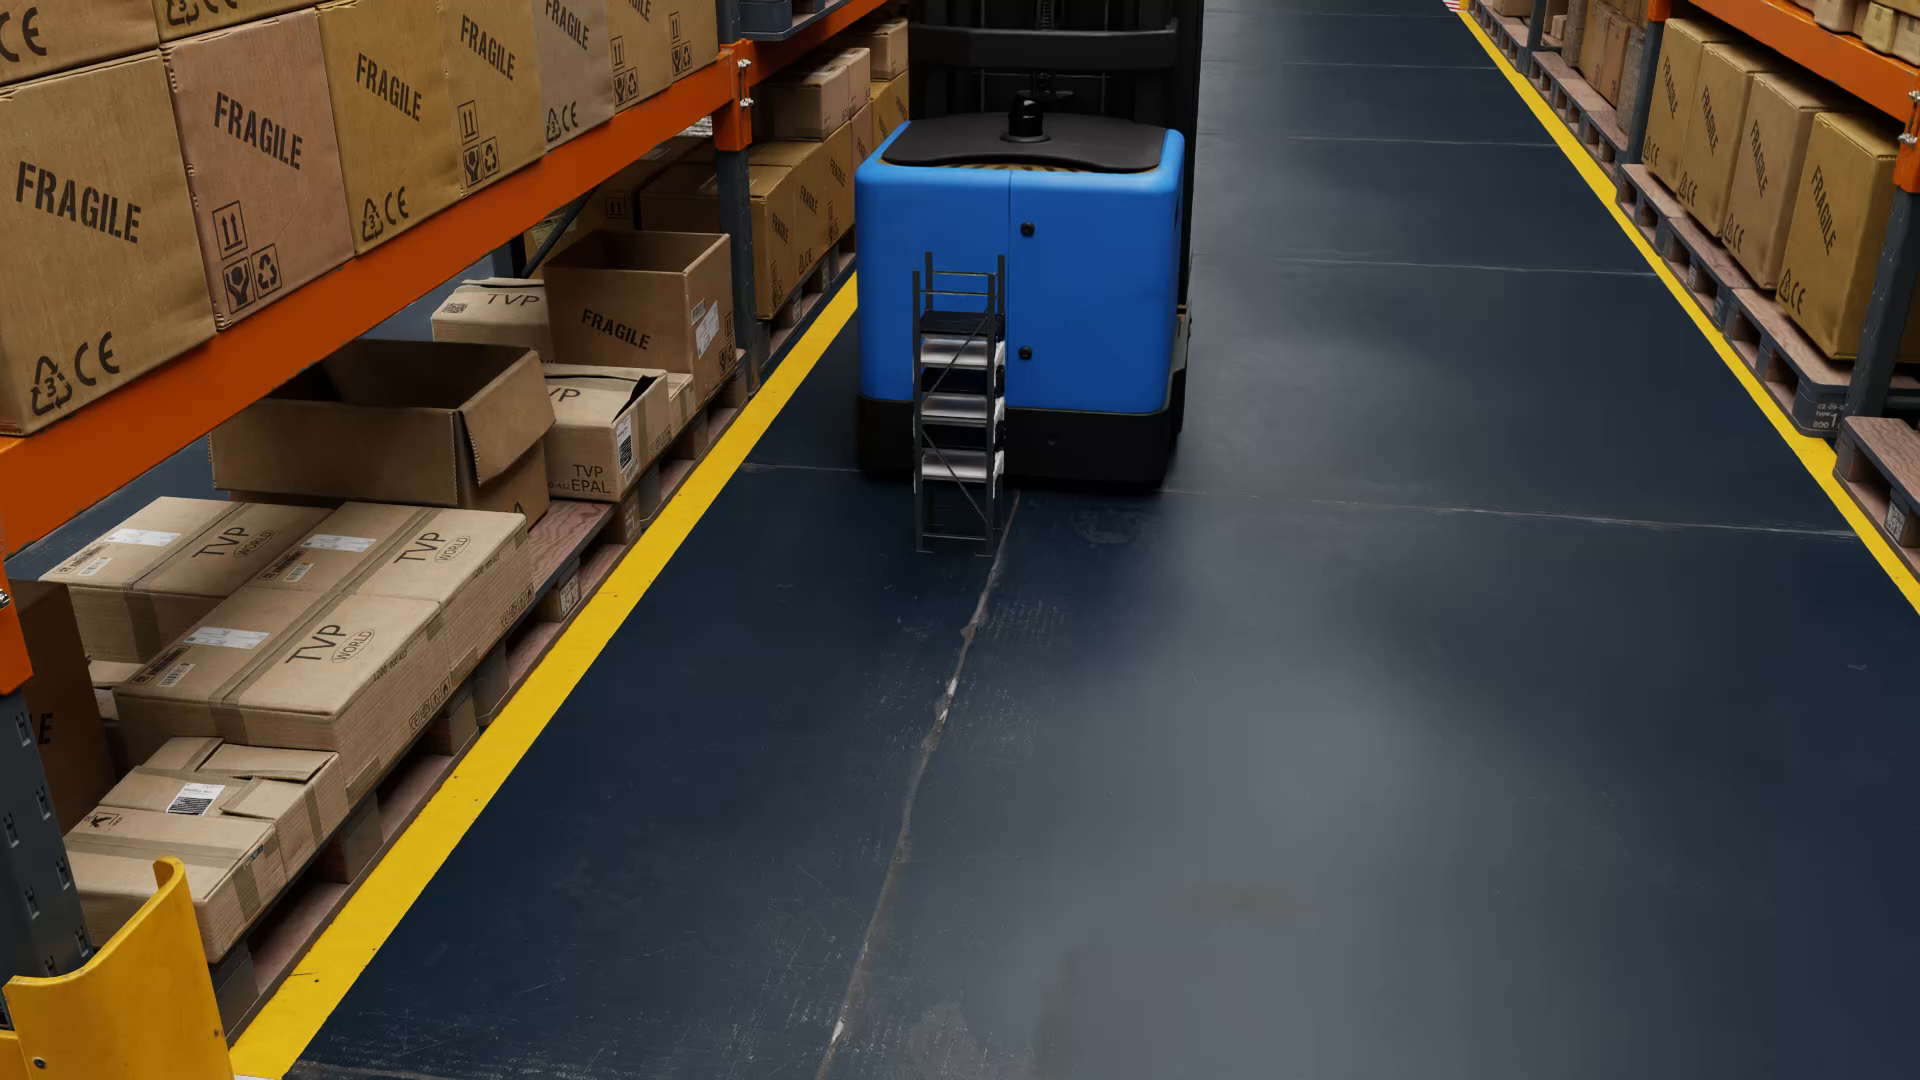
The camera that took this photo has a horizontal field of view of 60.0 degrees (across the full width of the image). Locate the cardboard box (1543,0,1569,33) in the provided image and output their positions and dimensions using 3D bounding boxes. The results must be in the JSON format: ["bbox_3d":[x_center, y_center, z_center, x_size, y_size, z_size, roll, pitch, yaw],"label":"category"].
[{"bbox_3d":[5.040,-4.471,13.693,0.500,0.500,0.500,2,25,5],"label":"cardboard box"}]

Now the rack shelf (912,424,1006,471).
[{"bbox_3d":[-0.001,-0.292,5.104,0.258,0.077,0.200,4,25,9],"label":"rack shelf"}]

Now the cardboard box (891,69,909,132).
[{"bbox_3d":[-0.552,-2.295,9.045,0.500,0.500,0.500,5,26,11],"label":"cardboard box"}]

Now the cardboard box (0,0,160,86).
[{"bbox_3d":[-1.606,-0.955,2.455,0.500,0.500,0.500,5,26,10],"label":"cardboard box"}]

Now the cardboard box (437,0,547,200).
[{"bbox_3d":[-1.359,-1.137,4.023,0.500,0.500,0.500,4,25,9],"label":"cardboard box"}]

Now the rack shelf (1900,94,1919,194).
[{"bbox_3d":[3.276,-0.459,3.540,1.077,0.370,4.000,4,25,9],"label":"rack shelf"}]

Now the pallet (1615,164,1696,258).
[{"bbox_3d":[4.053,-1.706,8.646,1.003,0.211,1.213,4,25,9],"label":"pallet"}]

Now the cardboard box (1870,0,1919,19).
[{"bbox_3d":[3.430,-2.020,5.536,0.500,0.500,0.500,4,25,8],"label":"cardboard box"}]

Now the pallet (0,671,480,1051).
[{"bbox_3d":[-1.797,0.608,3.702,1.003,0.211,1.213,4,25,9],"label":"pallet"}]

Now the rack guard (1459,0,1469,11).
[{"bbox_3d":[5.552,-5.476,16.359,1.175,0.500,0.348,4,25,9],"label":"rack guard"}]

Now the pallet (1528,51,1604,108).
[{"bbox_3d":[4.784,-3.378,12.218,1.003,0.211,1.213,4,25,9],"label":"pallet"}]

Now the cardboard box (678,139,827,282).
[{"bbox_3d":[-0.889,-1.439,7.215,0.500,0.500,0.500,4,25,9],"label":"cardboard box"}]

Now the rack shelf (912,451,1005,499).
[{"bbox_3d":[-0.001,-0.211,5.142,0.258,0.077,0.200,4,25,9],"label":"rack shelf"}]

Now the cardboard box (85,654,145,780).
[{"bbox_3d":[-1.938,0.387,3.709,0.380,0.166,0.250,4,25,9],"label":"cardboard box"}]

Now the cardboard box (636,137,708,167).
[{"bbox_3d":[-1.398,-1.462,7.265,0.500,0.500,0.500,4,25,9],"label":"cardboard box"}]

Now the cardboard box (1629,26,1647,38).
[{"bbox_3d":[4.522,-2.873,10.279,0.700,0.500,0.500,4,25,8],"label":"cardboard box"}]

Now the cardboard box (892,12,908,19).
[{"bbox_3d":[-0.178,-3.253,10.749,0.500,0.311,0.500,3,25,7],"label":"cardboard box"}]

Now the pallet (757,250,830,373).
[{"bbox_3d":[-1.189,-1.042,7.228,1.003,0.211,1.213,4,25,9],"label":"pallet"}]

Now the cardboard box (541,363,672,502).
[{"bbox_3d":[-1.221,-0.372,5.160,0.500,0.311,0.500,4,25,9],"label":"cardboard box"}]

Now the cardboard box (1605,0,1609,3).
[{"bbox_3d":[4.738,-3.880,11.546,0.500,0.250,0.500,3,25,7],"label":"cardboard box"}]

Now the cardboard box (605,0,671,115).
[{"bbox_3d":[-1.196,-1.565,4.938,0.500,0.500,0.500,5,25,10],"label":"cardboard box"}]

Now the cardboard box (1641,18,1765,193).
[{"bbox_3d":[4.007,-2.212,8.478,0.750,0.750,0.750,4,25,8],"label":"cardboard box"}]

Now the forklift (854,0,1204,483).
[{"bbox_3d":[0.388,-2.112,6.305,1.130,2.935,3.031,4,25,8],"label":"forklift"}]

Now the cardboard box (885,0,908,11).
[{"bbox_3d":[-0.541,-3.709,11.721,0.500,0.311,0.500,5,25,10],"label":"cardboard box"}]

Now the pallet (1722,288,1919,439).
[{"bbox_3d":[3.655,-0.686,6.466,1.003,0.211,1.213,4,25,9],"label":"pallet"}]

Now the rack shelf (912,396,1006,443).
[{"bbox_3d":[-0.001,-0.374,5.066,0.258,0.077,0.200,4,25,9],"label":"rack shelf"}]

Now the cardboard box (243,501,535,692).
[{"bbox_3d":[-1.406,0.131,4.157,0.500,0.250,0.500,4,25,9],"label":"cardboard box"}]

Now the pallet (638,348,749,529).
[{"bbox_3d":[-1.398,-0.412,5.882,1.003,0.211,1.213,4,25,9],"label":"pallet"}]

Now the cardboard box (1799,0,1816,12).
[{"bbox_3d":[3.630,-2.205,6.696,0.380,0.149,0.250,3,25,7],"label":"cardboard box"}]

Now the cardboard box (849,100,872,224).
[{"bbox_3d":[-0.717,-1.859,8.113,0.500,0.500,0.500,3,25,7],"label":"cardboard box"}]

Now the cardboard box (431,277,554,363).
[{"bbox_3d":[-1.567,-0.783,6.038,0.500,0.311,0.500,4,25,9],"label":"cardboard box"}]

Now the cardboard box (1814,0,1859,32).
[{"bbox_3d":[3.469,-2.004,6.266,0.380,0.149,0.250,4,25,9],"label":"cardboard box"}]

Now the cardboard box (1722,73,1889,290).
[{"bbox_3d":[3.723,-1.490,6.936,0.750,0.750,0.750,5,26,10],"label":"cardboard box"}]

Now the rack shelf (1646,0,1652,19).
[{"bbox_3d":[4.583,-3.804,10.688,1.077,0.370,4.000,4,25,9],"label":"rack shelf"}]

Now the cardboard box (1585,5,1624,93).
[{"bbox_3d":[4.648,-3.295,11.180,0.700,0.500,0.500,4,25,9],"label":"cardboard box"}]

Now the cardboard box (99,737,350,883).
[{"bbox_3d":[-1.490,0.539,3.384,0.380,0.166,0.250,4,25,9],"label":"cardboard box"}]

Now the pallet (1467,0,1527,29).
[{"bbox_3d":[5.384,-5.008,15.699,1.003,0.211,1.213,4,25,9],"label":"pallet"}]

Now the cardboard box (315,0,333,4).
[{"bbox_3d":[-1.441,-1.383,3.369,0.500,0.500,0.500,4,25,9],"label":"cardboard box"}]

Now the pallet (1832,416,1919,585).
[{"bbox_3d":[3.401,-0.045,5.098,1.003,0.211,1.213,4,25,9],"label":"pallet"}]

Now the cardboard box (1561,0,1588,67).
[{"bbox_3d":[4.806,-3.725,12.099,0.700,0.500,0.500,5,26,10],"label":"cardboard box"}]

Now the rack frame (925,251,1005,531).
[{"bbox_3d":[0.015,-0.447,5.143,0.240,0.900,0.006,4,25,9],"label":"rack frame"}]

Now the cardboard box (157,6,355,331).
[{"bbox_3d":[-1.527,-0.718,3.128,0.500,0.500,0.500,4,25,8],"label":"cardboard box"}]

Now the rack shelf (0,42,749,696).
[{"bbox_3d":[-1.612,-0.800,4.270,1.077,0.370,4.000,4,25,9],"label":"rack shelf"}]

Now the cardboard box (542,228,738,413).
[{"bbox_3d":[-1.098,-0.772,5.790,0.500,0.500,0.500,4,25,9],"label":"cardboard box"}]

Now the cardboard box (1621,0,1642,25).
[{"bbox_3d":[4.557,-3.455,10.638,0.500,0.250,0.500,4,25,8],"label":"cardboard box"}]

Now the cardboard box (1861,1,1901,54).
[{"bbox_3d":[3.397,-1.784,5.796,0.380,0.149,0.250,4,25,9],"label":"cardboard box"}]

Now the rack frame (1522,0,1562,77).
[{"bbox_3d":[4.910,-4.967,12.323,1.000,3.000,0.127,4,25,9],"label":"rack frame"}]

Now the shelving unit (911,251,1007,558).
[{"bbox_3d":[-0.001,-0.404,5.052,0.258,0.900,0.210,4,25,9],"label":"shelving unit"}]

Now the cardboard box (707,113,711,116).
[{"bbox_3d":[-1.235,-1.885,8.168,0.500,0.500,0.500,3,25,7],"label":"cardboard box"}]

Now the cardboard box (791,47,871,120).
[{"bbox_3d":[-0.721,-2.183,7.920,0.500,0.250,0.500,4,25,8],"label":"cardboard box"}]

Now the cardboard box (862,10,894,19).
[{"bbox_3d":[-0.710,-3.288,10.823,0.500,0.311,0.500,4,25,8],"label":"cardboard box"}]

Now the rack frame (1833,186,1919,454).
[{"bbox_3d":[3.603,-1.621,5.174,1.000,3.000,0.127,4,25,9],"label":"rack frame"}]
